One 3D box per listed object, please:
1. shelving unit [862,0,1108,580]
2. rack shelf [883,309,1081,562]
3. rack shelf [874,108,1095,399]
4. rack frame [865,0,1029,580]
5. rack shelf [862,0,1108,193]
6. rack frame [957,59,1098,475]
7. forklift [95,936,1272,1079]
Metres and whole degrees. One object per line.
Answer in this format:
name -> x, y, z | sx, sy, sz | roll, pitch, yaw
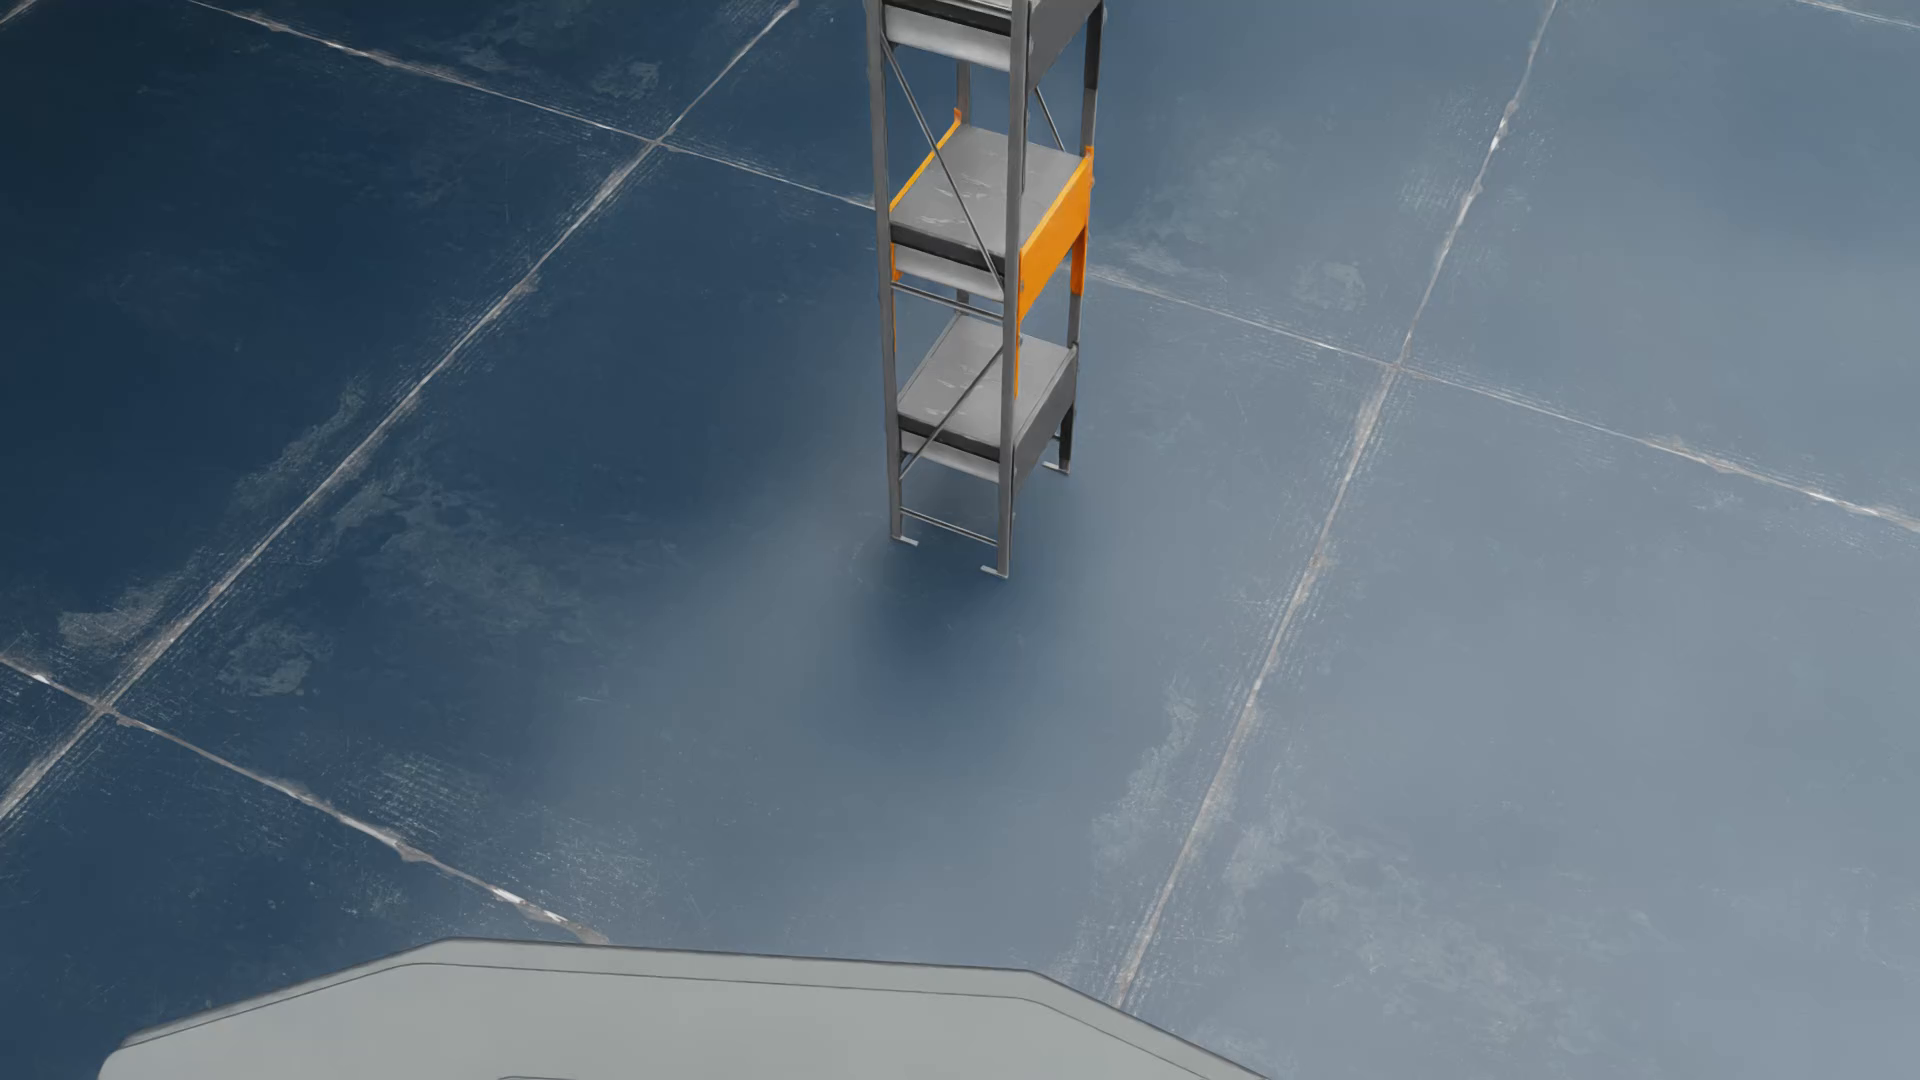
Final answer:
shelving unit -> 0.071, -0.794, 4.547 | 0.431, 2.100, 0.503 | 20, 52, 16
rack shelf -> 0.071, -0.332, 5.091 | 0.431, 0.518, 0.480 | 20, 52, 16
rack shelf -> 0.071, -0.786, 4.558 | 0.431, 0.518, 0.480 | 20, 52, 16
rack frame -> -0.034, -0.626, 4.404 | 0.400, 2.100, 0.015 | 20, 52, 16
rack shelf -> 0.071, -1.239, 4.025 | 0.431, 0.518, 0.480 | 20, 52, 16
rack frame -> 0.175, -0.962, 4.690 | 0.400, 2.100, 0.015 | 20, 52, 16
forklift -> -0.227, 1.810, 1.786 | 1.130, 2.935, 3.031 | 3, 50, 2
